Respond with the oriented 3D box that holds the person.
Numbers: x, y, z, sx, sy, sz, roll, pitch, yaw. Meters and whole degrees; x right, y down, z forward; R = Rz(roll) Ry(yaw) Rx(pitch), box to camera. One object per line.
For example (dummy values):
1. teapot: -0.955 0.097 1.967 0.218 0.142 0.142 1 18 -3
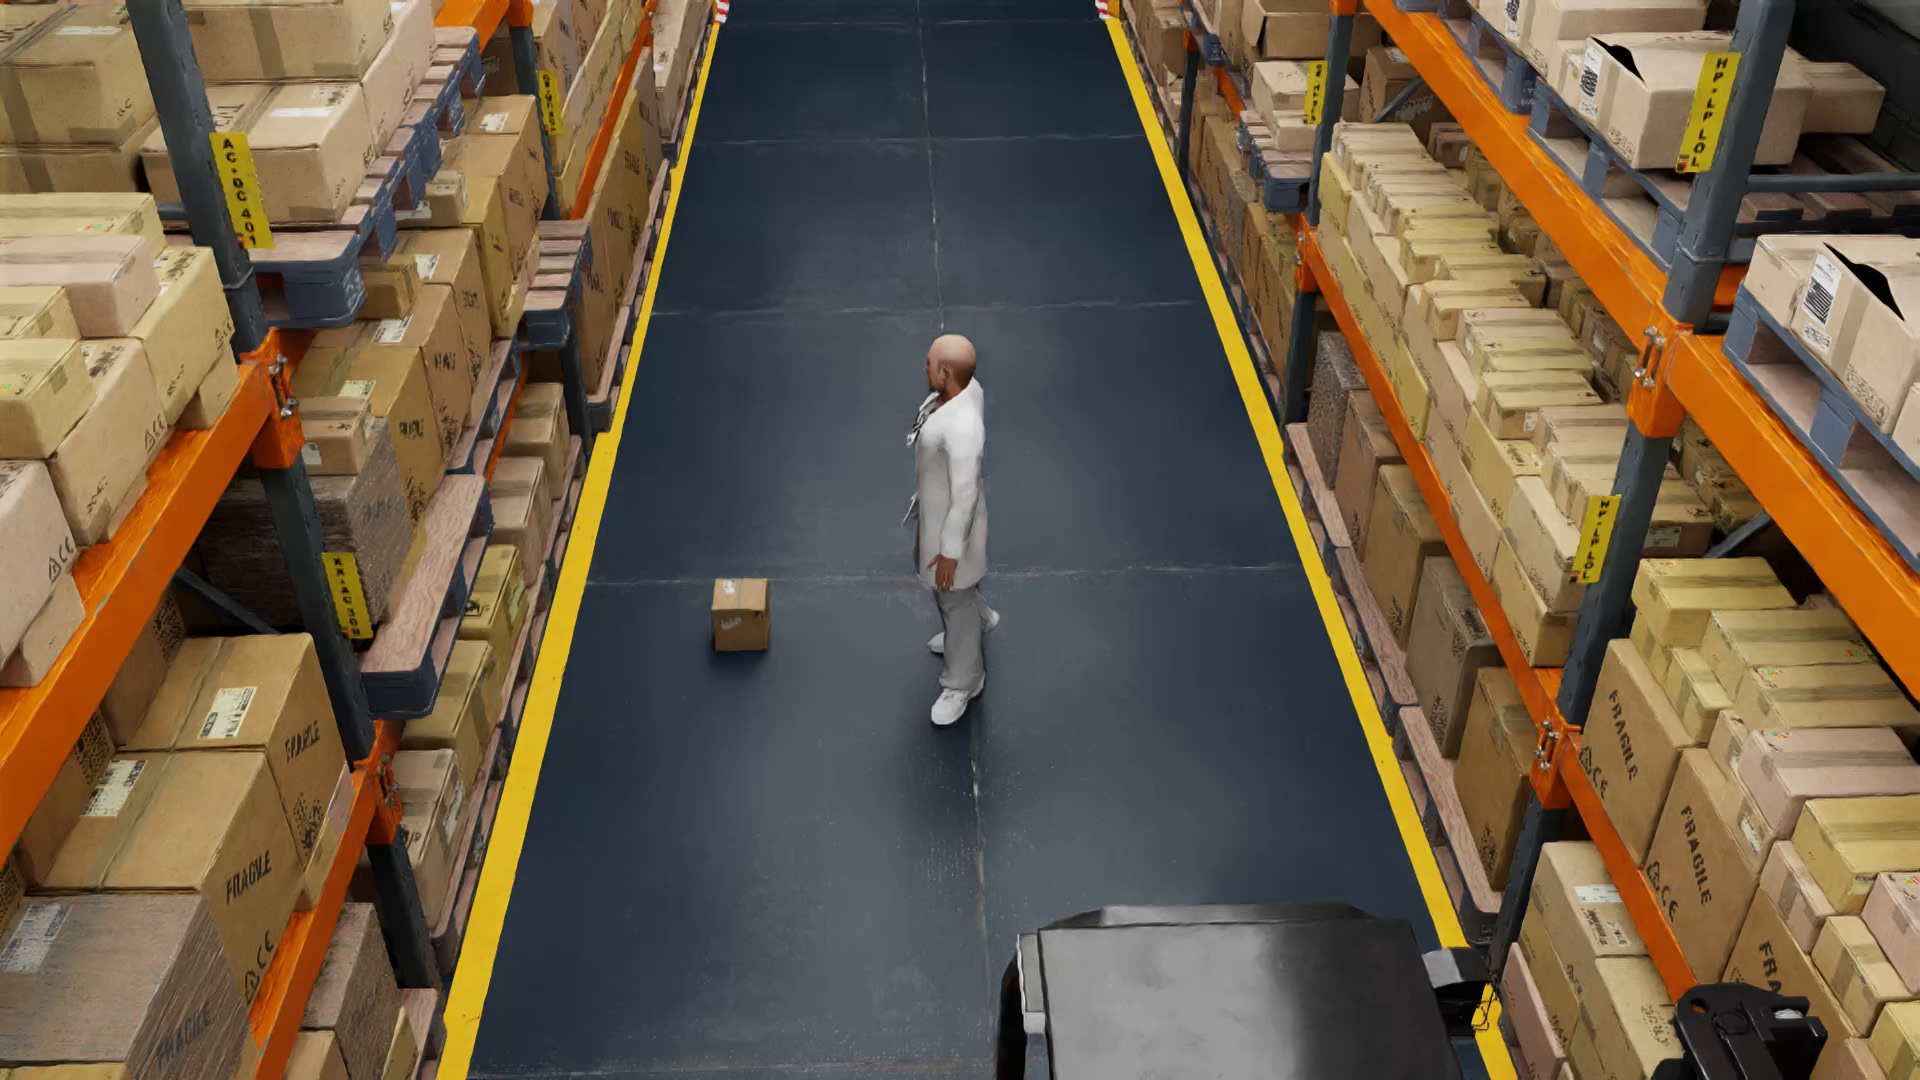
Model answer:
1. person: -0.025 -0.076 7.286 0.467 1.798 0.674 -3 35 -4
